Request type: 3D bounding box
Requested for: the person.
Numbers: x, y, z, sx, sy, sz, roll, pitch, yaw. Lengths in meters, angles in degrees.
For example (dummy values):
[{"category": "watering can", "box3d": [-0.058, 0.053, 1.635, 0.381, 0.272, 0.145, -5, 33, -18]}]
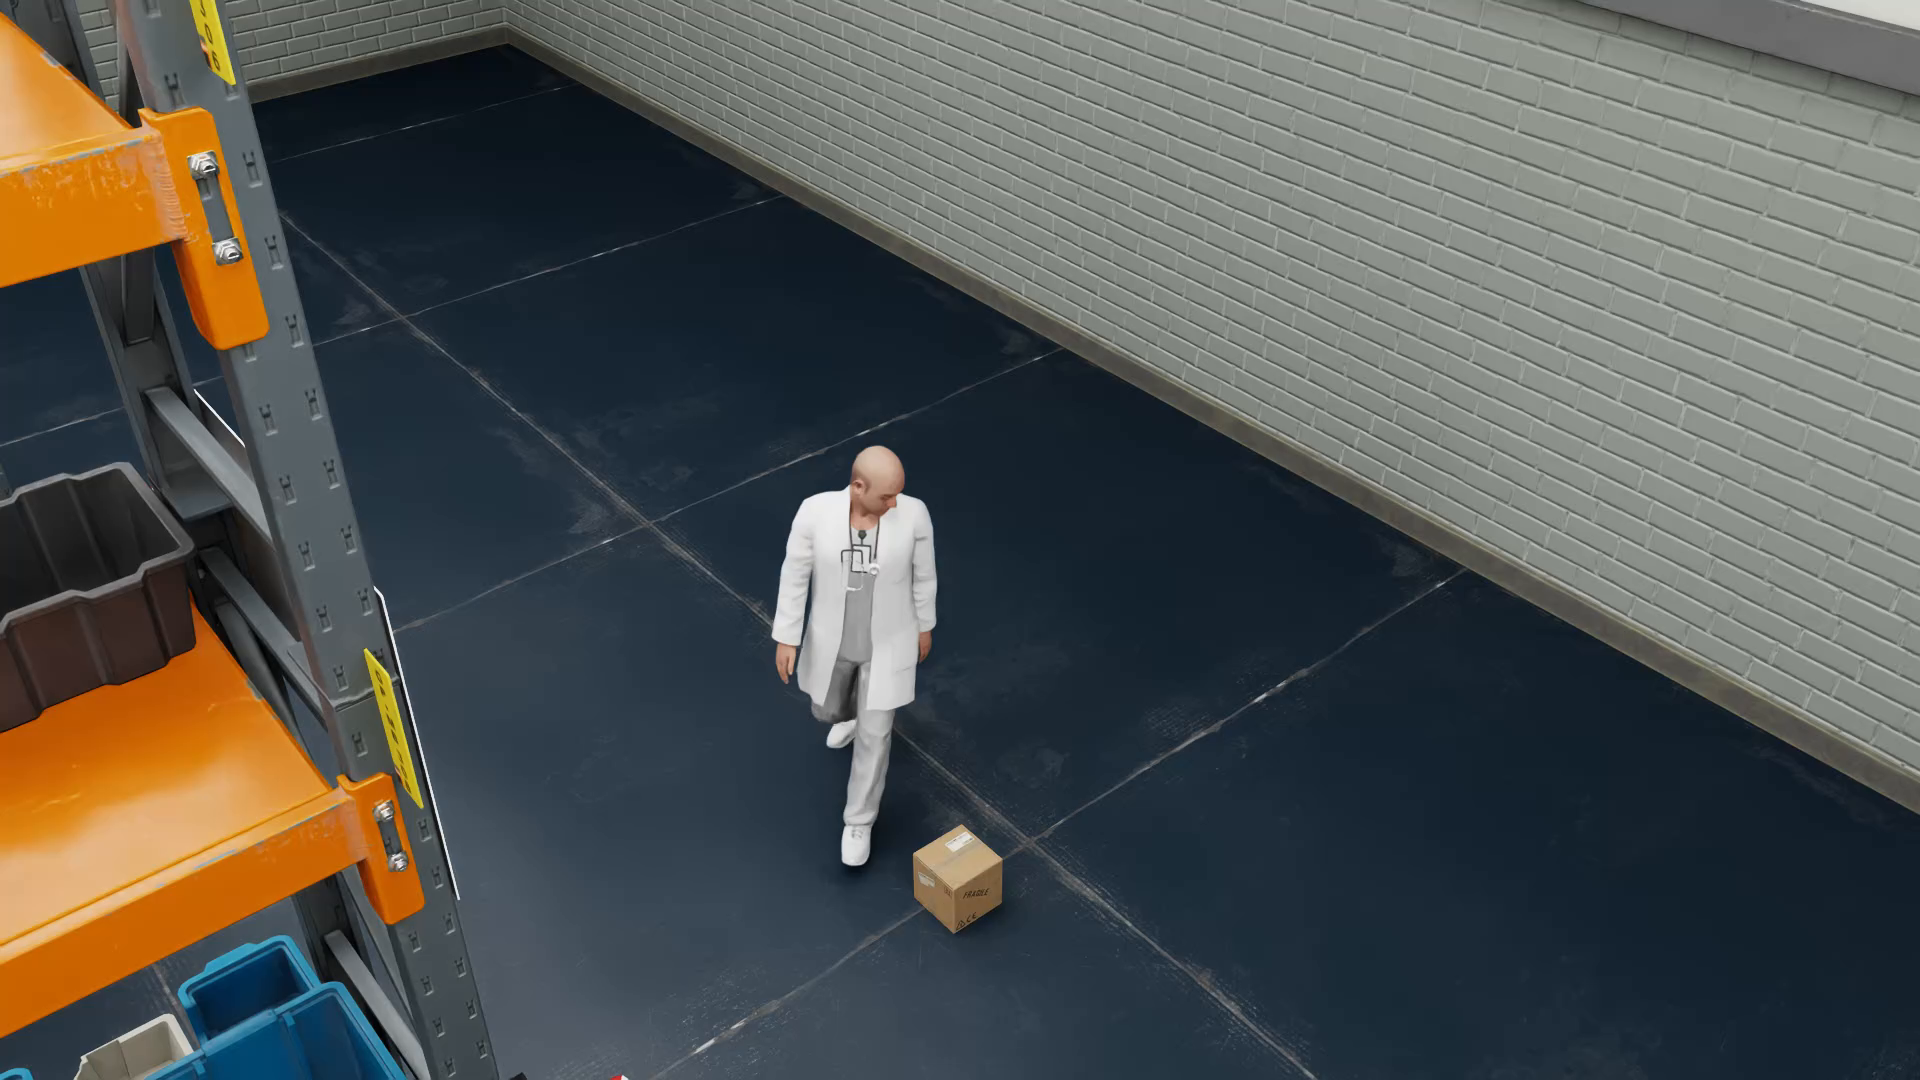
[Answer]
[{"category": "person", "box3d": [-0.413, 0.372, 6.571, 0.628, 1.752, 0.911, 3, 36, 5]}]
